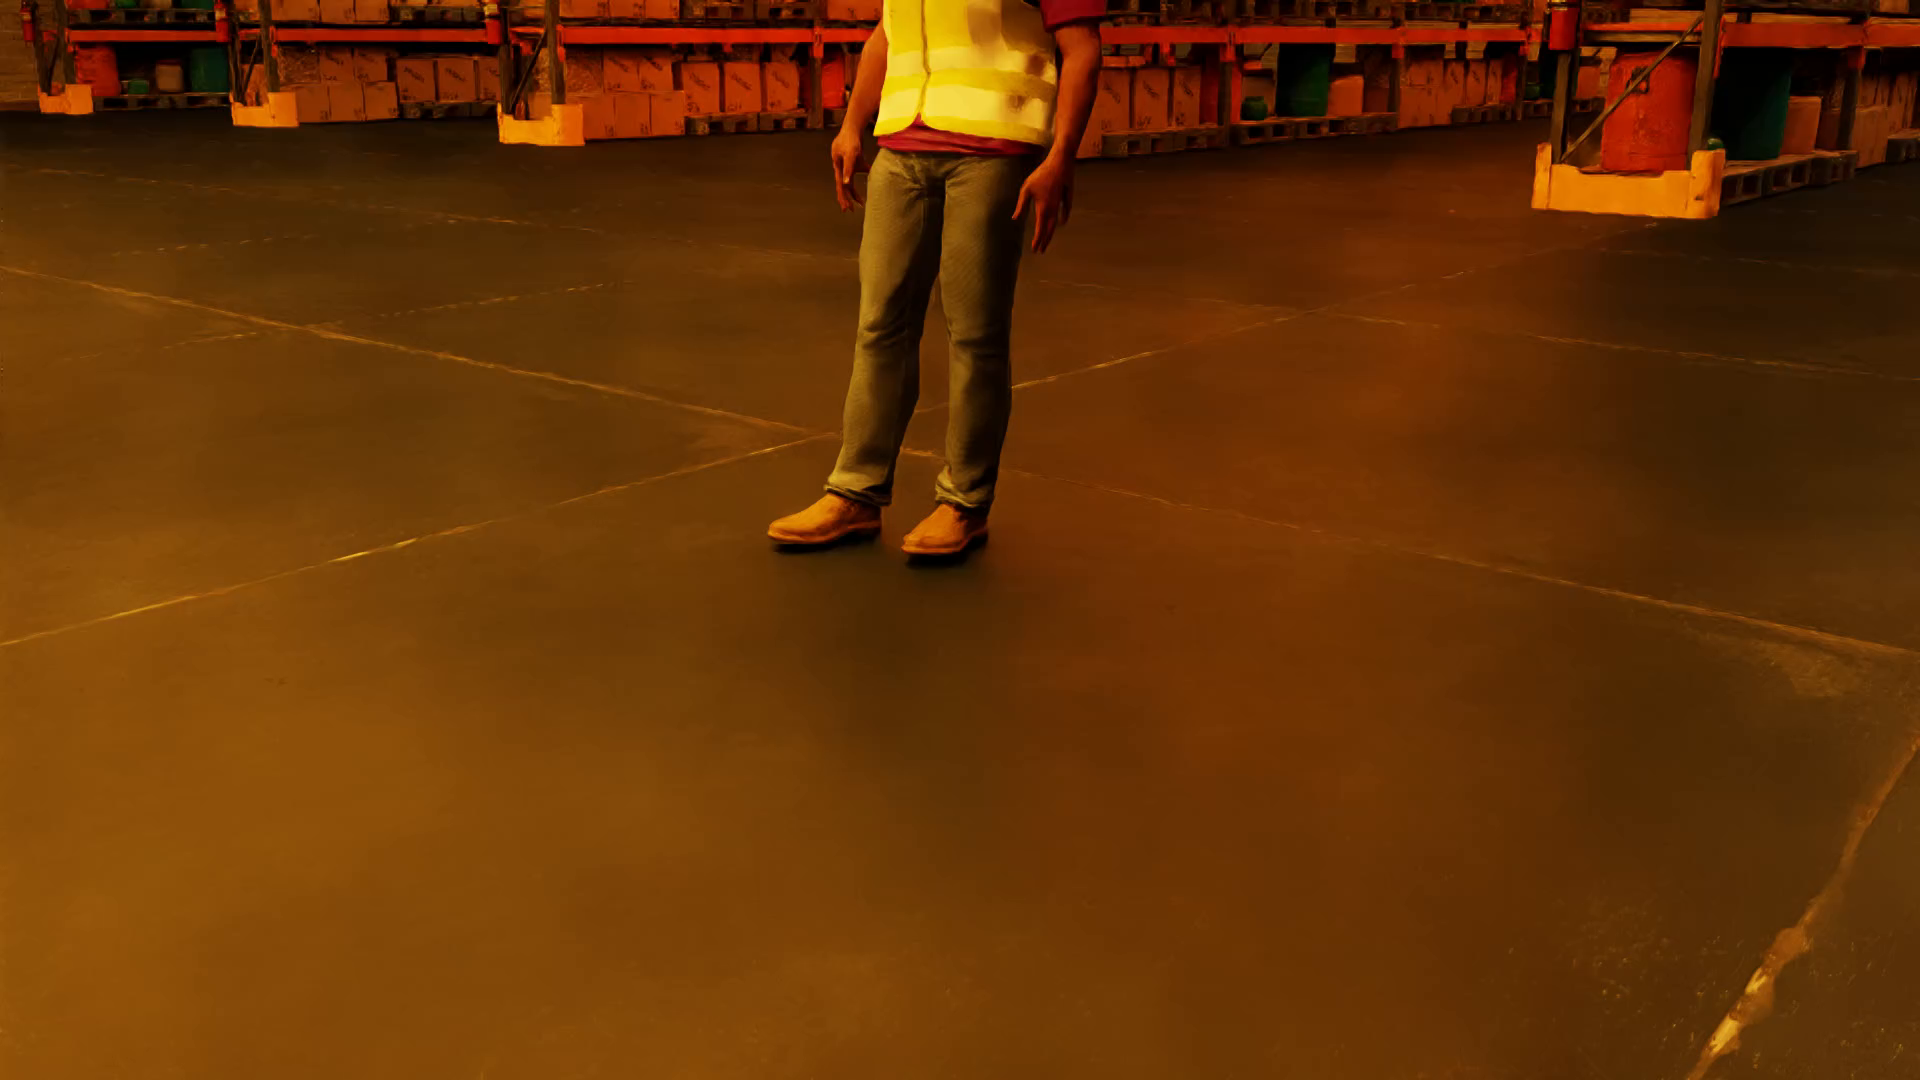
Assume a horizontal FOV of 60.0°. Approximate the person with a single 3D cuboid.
[{"bbox_3d":[-0.048,-0.837,3.635,0.665,1.766,0.576,13,21,37],"label":"person"}]
